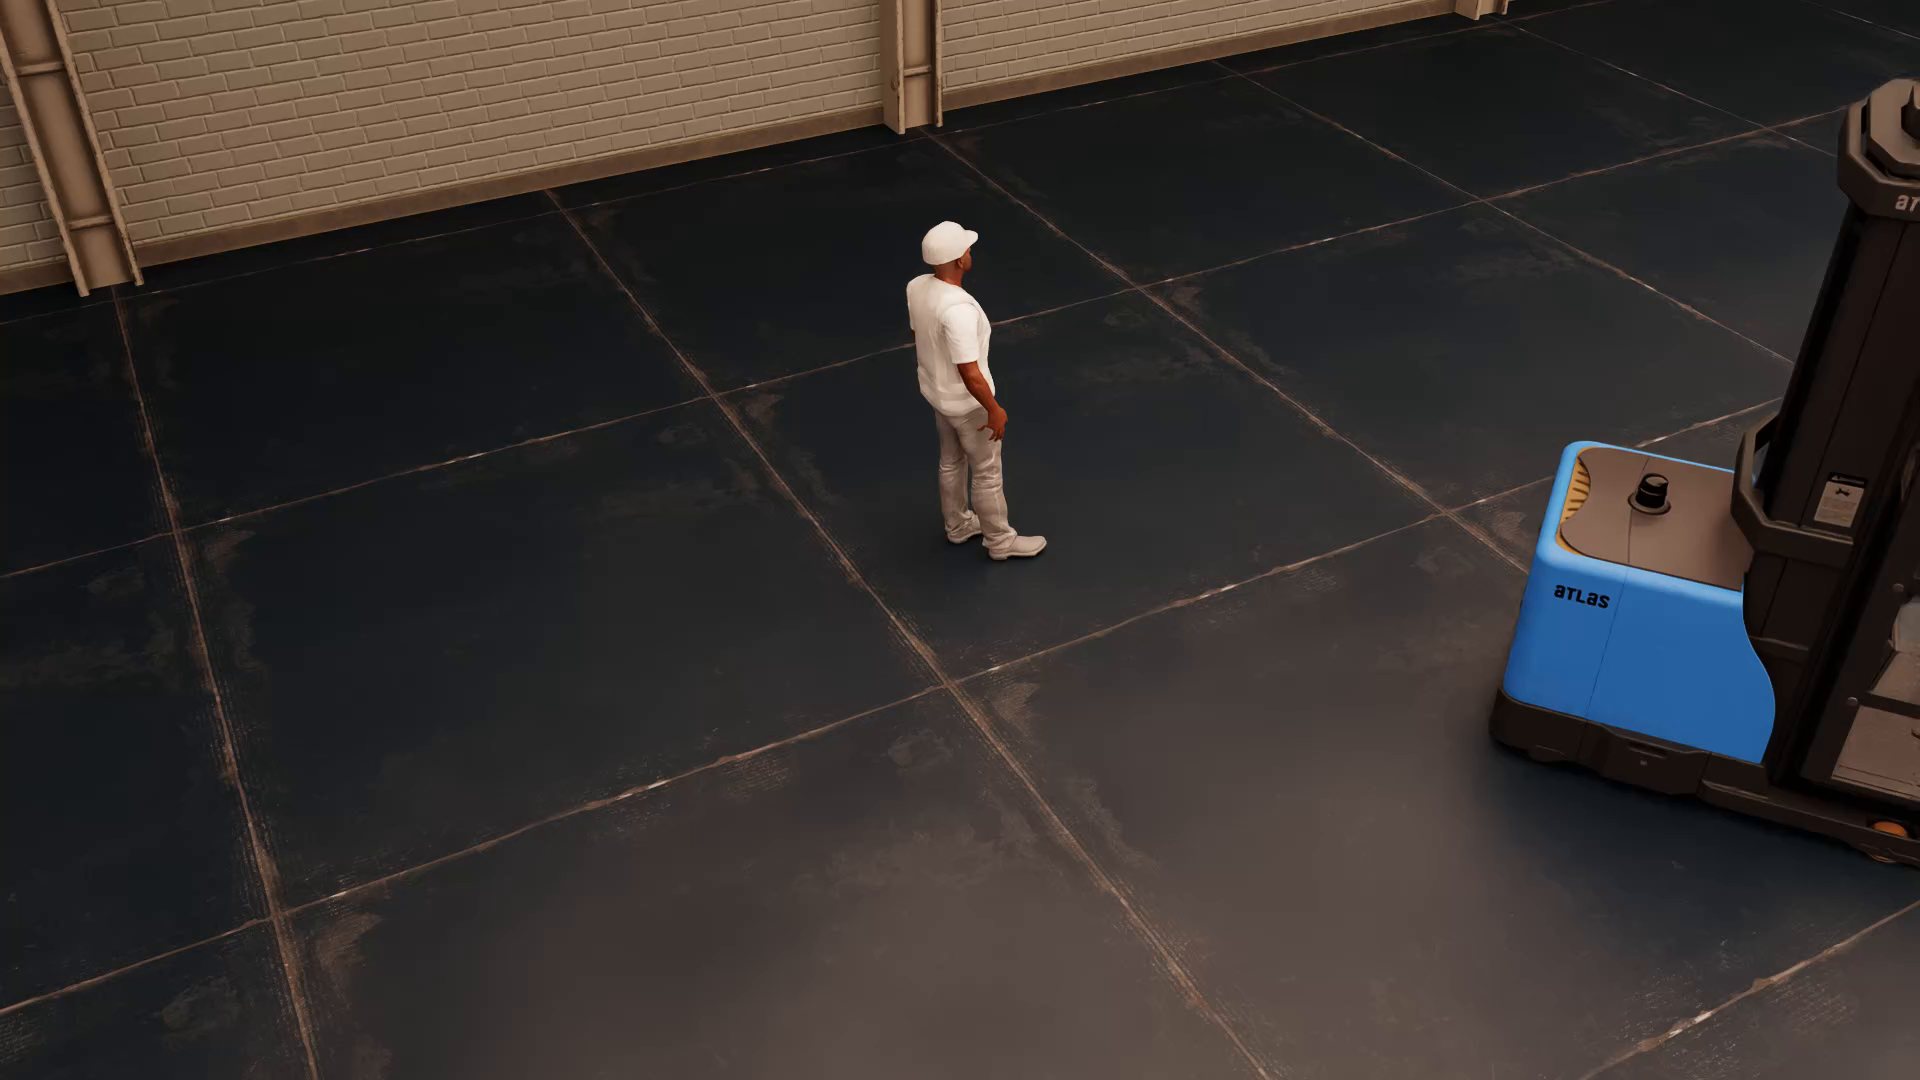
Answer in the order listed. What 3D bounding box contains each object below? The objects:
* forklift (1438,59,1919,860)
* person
[{"bbox_3d":[3.699,-0.238,6.459,3.031,2.935,1.130,14,38,19],"label":"forklift"},{"bbox_3d":[0.065,-0.744,8.172,0.574,1.769,0.665,-17,39,-23],"label":"person"}]
